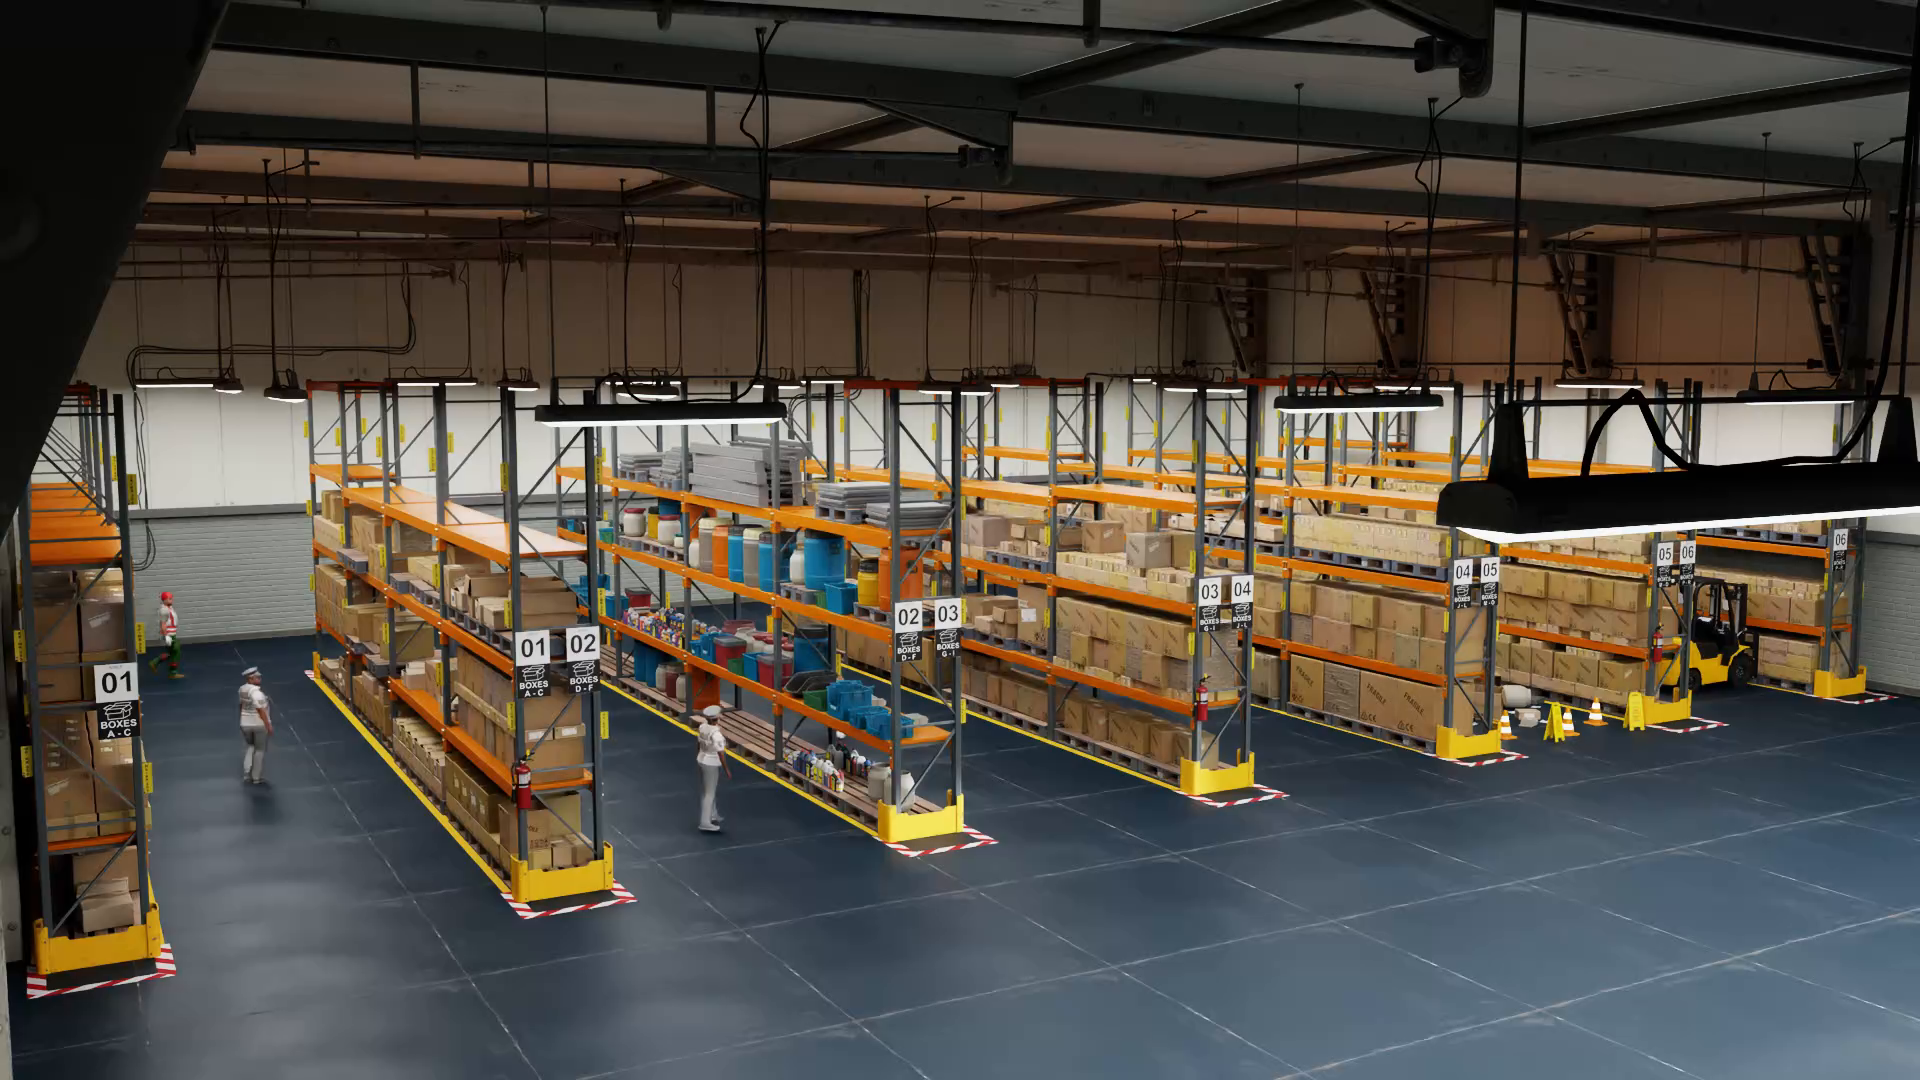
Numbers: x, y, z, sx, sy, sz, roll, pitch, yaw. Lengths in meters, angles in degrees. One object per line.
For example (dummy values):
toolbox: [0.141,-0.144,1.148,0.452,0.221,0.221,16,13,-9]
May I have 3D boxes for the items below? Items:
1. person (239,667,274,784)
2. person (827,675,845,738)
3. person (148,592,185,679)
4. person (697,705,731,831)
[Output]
person: [-10.605,2.792,25.047,0.560,1.805,0.484,1,6,9]
person: [-2.121,2.502,27.956,0.556,1.693,0.544,-1,6,-9]
person: [-15.882,1.905,33.215,0.655,1.759,0.611,-3,7,-27]
person: [-3.388,3.098,22.716,0.517,1.716,0.621,-3,7,-28]
